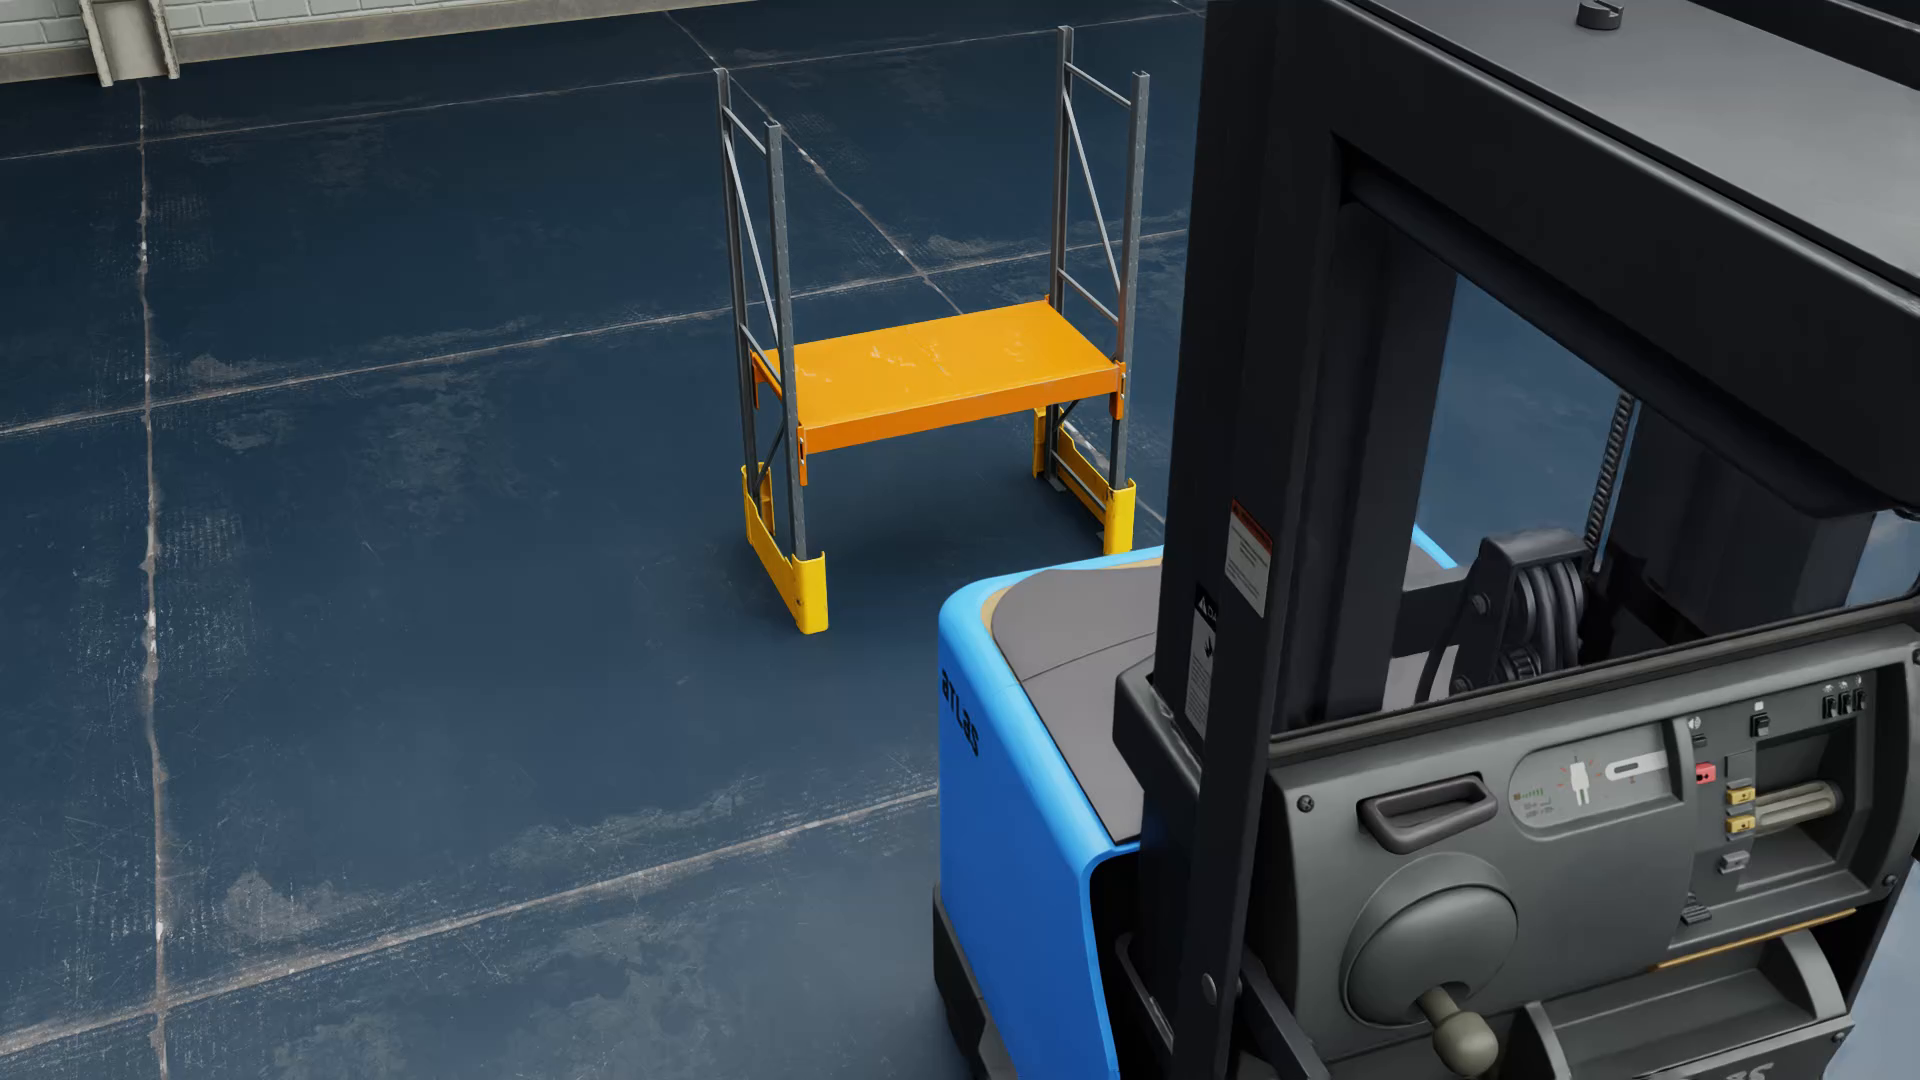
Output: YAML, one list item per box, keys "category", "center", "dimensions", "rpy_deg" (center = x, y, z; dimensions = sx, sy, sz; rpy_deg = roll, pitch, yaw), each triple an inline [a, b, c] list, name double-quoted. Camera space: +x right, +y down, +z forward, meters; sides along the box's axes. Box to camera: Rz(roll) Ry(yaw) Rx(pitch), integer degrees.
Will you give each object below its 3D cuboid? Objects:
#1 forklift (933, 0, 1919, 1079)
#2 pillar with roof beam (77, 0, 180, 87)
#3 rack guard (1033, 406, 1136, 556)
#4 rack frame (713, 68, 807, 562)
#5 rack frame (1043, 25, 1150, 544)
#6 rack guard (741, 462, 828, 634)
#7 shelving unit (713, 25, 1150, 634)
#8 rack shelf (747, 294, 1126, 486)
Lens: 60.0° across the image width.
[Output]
- category: "forklift"
  center: [0.890, 0.437, 1.891]
  dimensions: [1.130, 2.935, 3.031]
  rpy_deg: [-10, 34, -15]
- category: "pillar with roof beam"
  center: [-2.875, -4.189, 3.437]
  dimensions: [0.400, 9.000, 9.100]
  rpy_deg: [-13, 35, -19]
- category: "rack guard"
  center: [0.389, -0.194, 5.319]
  dimensions: [0.087, 0.250, 0.587]
  rpy_deg: [-13, 35, -19]
- category: "rack frame"
  center: [-0.547, -0.503, 4.648]
  dimensions: [0.032, 1.500, 0.500]
  rpy_deg: [-13, 35, -19]
- category: "rack frame"
  center: [0.390, -0.718, 4.978]
  dimensions: [0.032, 1.500, 0.500]
  rpy_deg: [-13, 35, -19]
- category: "rack guard"
  center: [-0.529, 0.016, 4.995]
  dimensions: [0.087, 0.250, 0.587]
  rpy_deg: [-13, 35, -19]
- category: "shelving unit"
  center: [-0.070, -0.613, 4.816]
  dimensions: [1.083, 1.500, 0.587]
  rpy_deg: [-13, 35, -19]
- category: "rack shelf"
  center: [-0.079, -0.460, 4.911]
  dimensions: [1.000, 0.185, 0.538]
  rpy_deg: [-13, 35, -19]
